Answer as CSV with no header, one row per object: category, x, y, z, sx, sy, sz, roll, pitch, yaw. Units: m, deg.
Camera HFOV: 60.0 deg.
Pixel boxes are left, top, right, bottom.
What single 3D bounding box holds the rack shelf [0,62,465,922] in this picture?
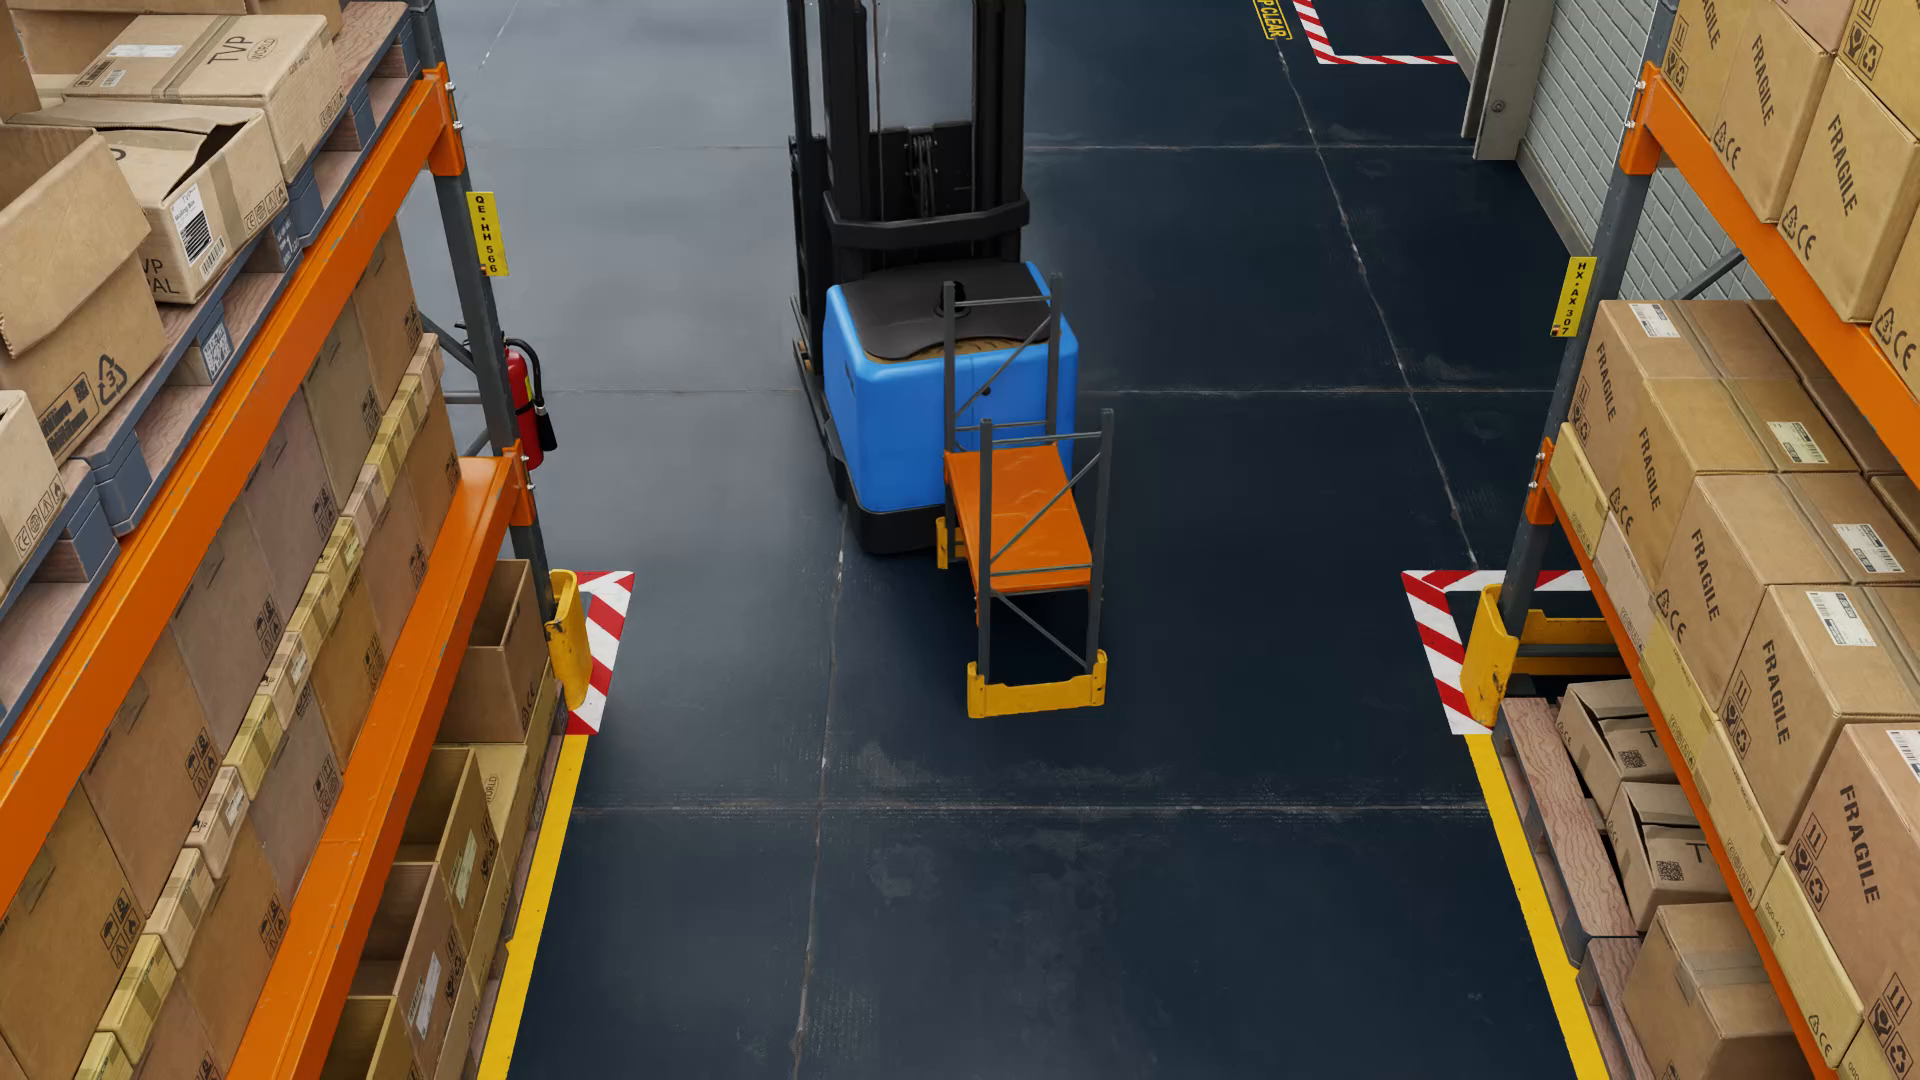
rack shelf,-2.194,-0.171,3.987,1.077,0.370,4.000,0,39,0

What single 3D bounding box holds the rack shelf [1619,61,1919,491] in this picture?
rack shelf,2.760,-0.177,3.994,1.077,0.370,4.000,0,39,0

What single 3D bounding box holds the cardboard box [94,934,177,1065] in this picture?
cardboard box,-2.002,1.027,3.717,0.380,0.149,0.250,0,39,0

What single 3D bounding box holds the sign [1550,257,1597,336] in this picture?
sign,2.215,-0.875,5.996,0.100,0.325,0.005,0,39,0

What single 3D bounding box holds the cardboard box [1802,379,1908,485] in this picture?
cardboard box,2.961,-0.170,5.313,0.500,0.500,0.500,0,39,1

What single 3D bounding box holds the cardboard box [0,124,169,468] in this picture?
cardboard box,-2.067,-0.490,3.279,0.797,0.503,0.637,4,39,5

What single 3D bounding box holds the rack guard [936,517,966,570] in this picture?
rack guard,0.183,-0.006,7.804,0.587,0.250,0.087,-5,39,-6

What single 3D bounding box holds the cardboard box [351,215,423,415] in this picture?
cardboard box,-2.208,-0.752,5.418,0.700,0.500,0.500,0,39,0

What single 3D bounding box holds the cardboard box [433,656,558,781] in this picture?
cardboard box,-1.900,0.713,6.571,0.500,0.250,0.500,0,39,0

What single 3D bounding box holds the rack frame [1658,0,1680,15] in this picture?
rack frame,2.757,-2.879,4.392,1.000,3.000,0.127,0,39,0

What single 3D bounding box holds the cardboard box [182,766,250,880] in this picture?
cardboard box,-2.004,0.704,4.120,0.380,0.149,0.250,-1,39,-1

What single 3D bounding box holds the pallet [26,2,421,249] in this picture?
pallet,-2.221,-1.226,4.798,1.003,0.211,1.213,0,39,0

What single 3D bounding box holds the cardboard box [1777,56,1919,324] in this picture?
cardboard box,2.477,-0.885,4.207,0.500,0.500,0.500,2,39,2

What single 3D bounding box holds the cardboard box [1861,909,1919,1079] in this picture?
cardboard box,2.446,1.114,3.711,0.500,0.500,0.500,0,39,0

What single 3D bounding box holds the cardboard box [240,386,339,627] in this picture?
cardboard box,-2.201,-0.108,4.614,0.700,0.500,0.500,0,39,0

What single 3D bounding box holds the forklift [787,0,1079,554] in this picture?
forklift,-0.294,-2.003,8.152,1.130,2.935,3.031,-9,39,-11

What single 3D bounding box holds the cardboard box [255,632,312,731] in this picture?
cardboard box,-2.001,0.385,4.518,0.380,0.149,0.250,-1,39,-1

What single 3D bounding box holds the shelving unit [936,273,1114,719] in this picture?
shelving unit,0.254,-0.186,7.028,0.587,1.500,1.083,-5,39,-6

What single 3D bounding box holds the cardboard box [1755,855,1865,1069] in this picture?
cardboard box,2.450,1.092,4.338,0.500,0.250,0.500,0,39,0

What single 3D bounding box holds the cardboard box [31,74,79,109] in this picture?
cardboard box,-2.371,-1.087,4.308,0.380,0.149,0.250,0,39,0

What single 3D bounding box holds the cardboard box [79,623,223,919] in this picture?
cardboard box,-2.200,0.518,3.833,0.700,0.500,0.500,0,39,0

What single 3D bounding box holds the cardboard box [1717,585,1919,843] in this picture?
cardboard box,2.455,0.474,4.509,0.500,0.500,0.500,1,39,1

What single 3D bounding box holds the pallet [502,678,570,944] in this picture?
pallet,-2.154,1.035,6.536,1.003,0.211,1.213,0,39,0

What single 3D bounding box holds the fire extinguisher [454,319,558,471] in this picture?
fire extinguisher,-1.732,-0.576,6.377,0.296,0.674,0.183,0,39,0

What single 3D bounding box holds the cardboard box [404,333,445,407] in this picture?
cardboard box,-2.005,-0.585,5.728,0.380,0.149,0.250,-1,39,-1

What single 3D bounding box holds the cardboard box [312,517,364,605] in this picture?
cardboard box,-2.004,0.060,4.923,0.380,0.149,0.250,1,39,1

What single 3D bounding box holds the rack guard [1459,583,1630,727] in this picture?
rack guard,2.757,0.485,6.990,1.175,0.500,0.348,0,39,0

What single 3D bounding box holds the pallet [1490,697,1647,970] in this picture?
pallet,2.723,1.106,6.446,1.003,0.211,1.213,0,39,0

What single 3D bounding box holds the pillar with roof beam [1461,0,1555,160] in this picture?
pillar with roof beam,-0.689,-6.191,8.524,9.100,9.000,0.400,0,39,0

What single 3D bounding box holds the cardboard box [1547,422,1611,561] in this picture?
cardboard box,2.440,-0.181,5.927,0.500,0.250,0.500,-1,39,-1

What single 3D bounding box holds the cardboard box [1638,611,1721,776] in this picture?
cardboard box,2.450,0.462,5.125,0.500,0.250,0.500,-1,39,-1

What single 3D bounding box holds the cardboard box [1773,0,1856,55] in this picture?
cardboard box,2.465,-1.590,4.287,0.500,0.500,0.500,0,39,-1

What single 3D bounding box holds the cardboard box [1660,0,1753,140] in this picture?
cardboard box,2.508,-1.546,5.031,0.500,0.500,0.500,1,39,1

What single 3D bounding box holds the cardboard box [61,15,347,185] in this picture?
cardboard box,-1.931,-1.142,4.296,0.500,0.250,0.500,0,39,0

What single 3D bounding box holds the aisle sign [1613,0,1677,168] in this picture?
aisle sign,2.457,-1.597,5.511,0.394,0.787,0.004,0,39,0

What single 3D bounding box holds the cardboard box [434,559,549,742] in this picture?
cardboard box,-1.898,0.420,6.336,0.500,0.500,0.500,0,39,0

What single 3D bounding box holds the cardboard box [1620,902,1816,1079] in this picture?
cardboard box,2.620,1.514,5.354,0.700,0.500,0.500,-2,39,-3

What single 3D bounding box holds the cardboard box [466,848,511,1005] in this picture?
cardboard box,-1.885,1.338,5.790,0.500,0.250,0.500,0,39,0

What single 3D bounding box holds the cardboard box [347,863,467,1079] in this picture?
cardboard box,-1.883,1.358,5.166,0.500,0.500,0.500,0,39,0

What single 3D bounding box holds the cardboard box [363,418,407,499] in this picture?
cardboard box,-2.003,-0.261,5.324,0.380,0.149,0.250,-1,39,-1

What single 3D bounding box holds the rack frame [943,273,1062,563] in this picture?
rack frame,0.181,-0.506,7.428,0.500,1.500,0.032,-5,39,-6

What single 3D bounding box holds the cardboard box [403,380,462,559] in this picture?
cardboard box,-2.209,-0.279,5.865,0.700,0.500,0.500,0,39,0

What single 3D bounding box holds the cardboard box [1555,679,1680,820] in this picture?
cardboard box,2.668,0.773,6.431,0.500,0.311,0.500,-4,39,-5

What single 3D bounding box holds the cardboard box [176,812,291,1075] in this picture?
cardboard box,-2.202,1.010,4.257,0.700,0.500,0.500,1,39,1

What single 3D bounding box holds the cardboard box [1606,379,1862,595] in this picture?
cardboard box,2.448,-0.172,5.315,0.500,0.500,0.500,0,39,0

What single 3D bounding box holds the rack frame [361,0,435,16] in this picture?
rack frame,-2.196,-2.873,4.384,1.000,3.000,0.127,0,39,0

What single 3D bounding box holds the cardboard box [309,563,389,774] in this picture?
cardboard box,-2.208,0.360,5.067,0.700,0.500,0.500,0,39,0
